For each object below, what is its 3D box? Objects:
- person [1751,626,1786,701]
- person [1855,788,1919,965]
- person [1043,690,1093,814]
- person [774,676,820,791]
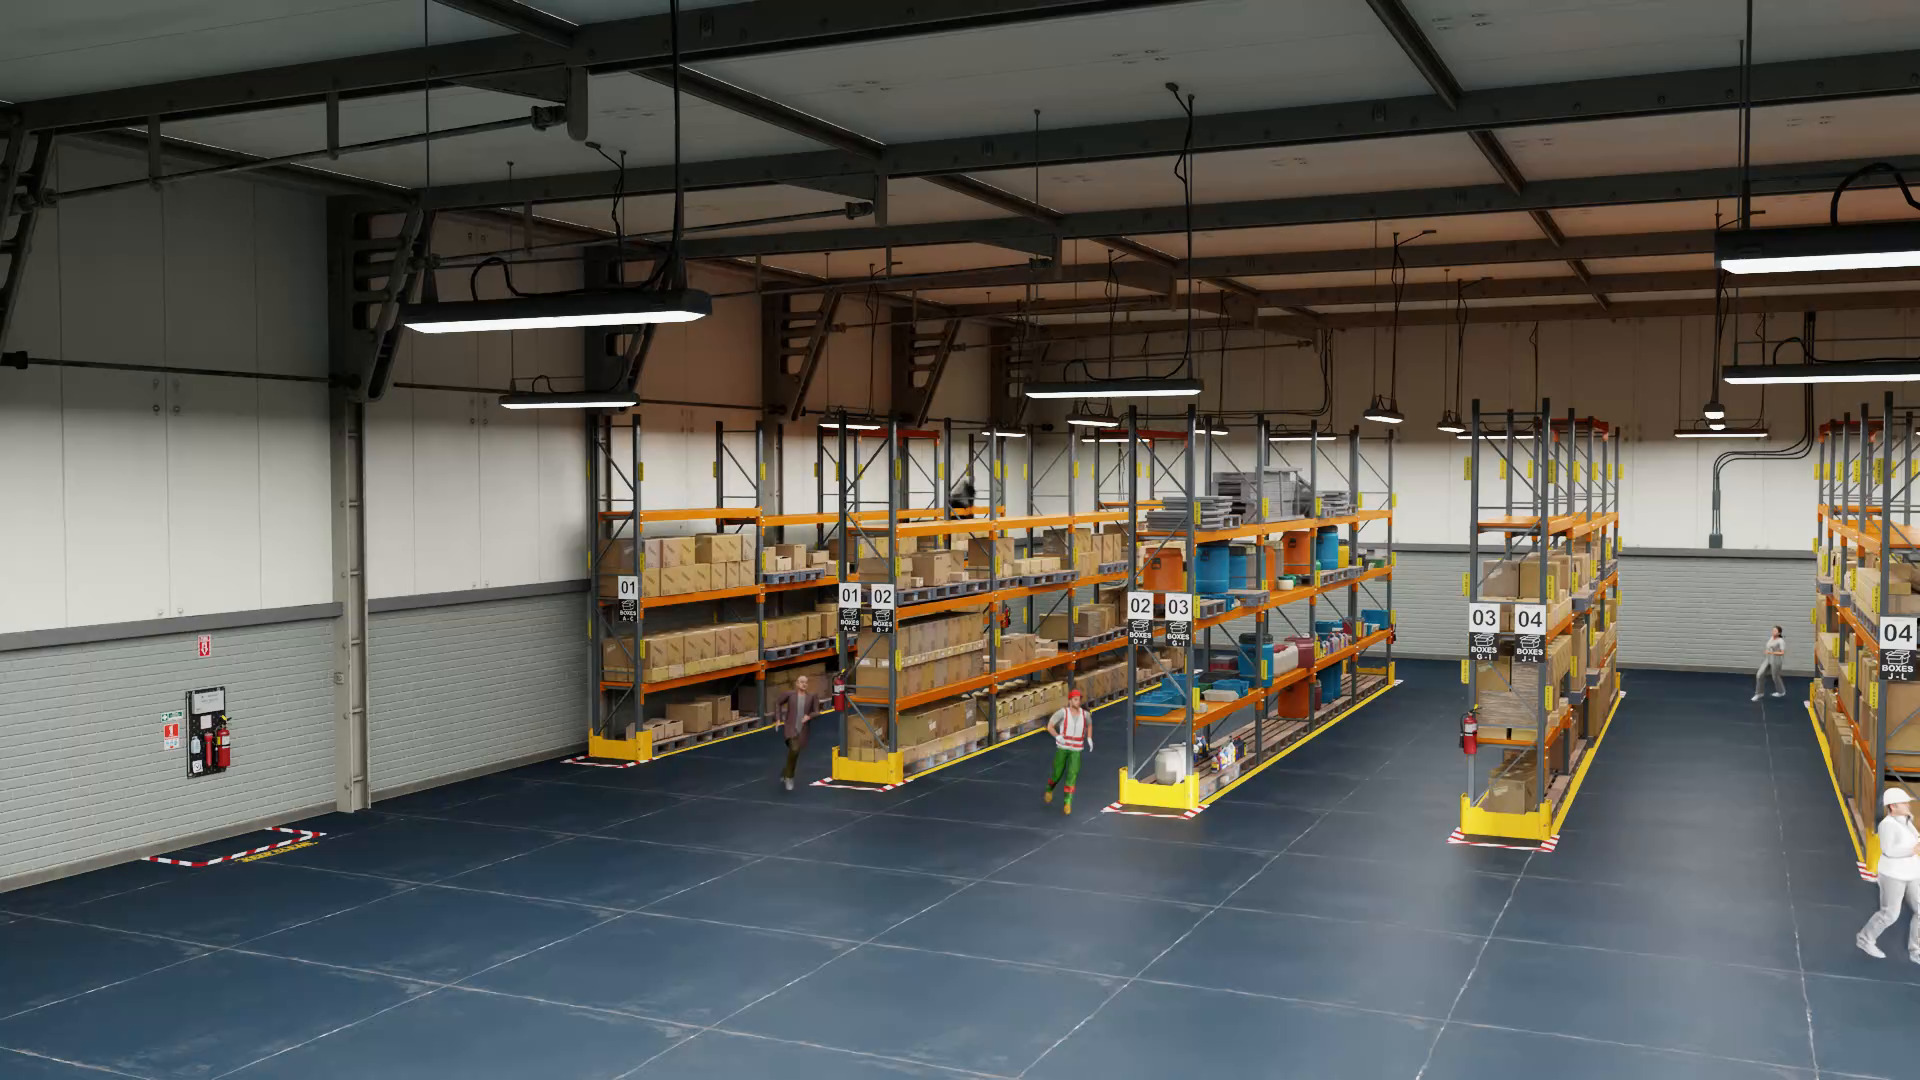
[{"bbox_3d":[17.787,2.699,36.232,0.797,1.694,0.621,-1,2,-19],"label":"person"},{"bbox_3d":[9.471,3.414,16.788,0.644,1.823,0.752,-1,3,-33],"label":"person"},{"bbox_3d":[1.644,3.092,24.567,0.716,1.754,0.985,0,2,-8],"label":"person"},{"bbox_3d":[-2.561,3.033,26.371,0.689,1.755,0.757,-1,3,-21],"label":"person"}]
